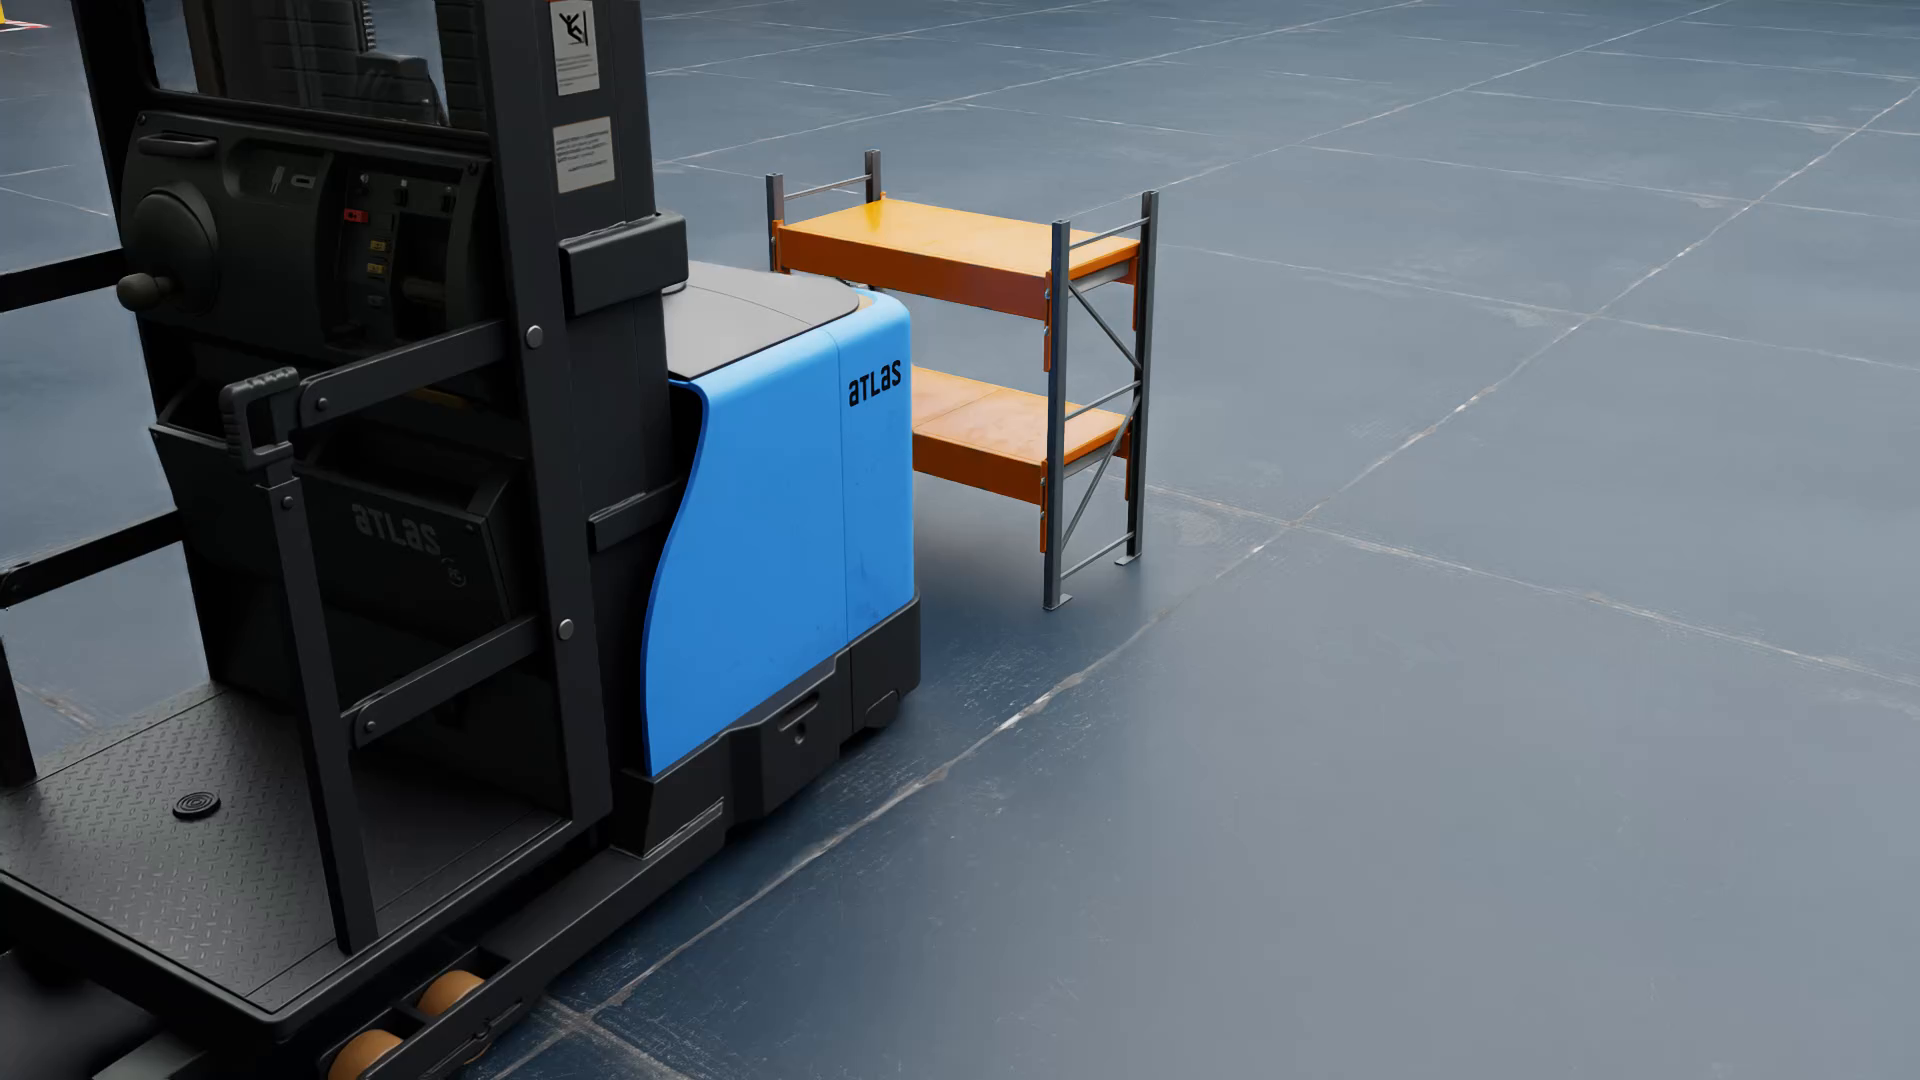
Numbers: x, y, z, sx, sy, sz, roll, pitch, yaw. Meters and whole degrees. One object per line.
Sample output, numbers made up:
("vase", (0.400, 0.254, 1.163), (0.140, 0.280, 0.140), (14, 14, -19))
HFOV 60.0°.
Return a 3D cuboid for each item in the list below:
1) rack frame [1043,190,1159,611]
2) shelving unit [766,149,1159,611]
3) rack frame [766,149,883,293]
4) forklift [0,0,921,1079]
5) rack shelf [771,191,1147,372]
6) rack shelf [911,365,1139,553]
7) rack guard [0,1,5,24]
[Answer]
("rack frame", (0.401, -0.393, 4.748), (0.032, 1.125, 0.500), (17, 29, 33))
("shelving unit", (-0.005, -0.516, 5.027), (1.048, 1.125, 0.538), (17, 29, 33))
("rack frame", (-0.412, -0.639, 5.306), (0.032, 1.125, 0.500), (17, 29, 33))
("forklift", (-1.299, -0.525, 2.806), (1.130, 2.935, 3.031), (14, 27, 29))
("rack shelf", (-0.005, -0.784, 4.909), (1.000, 0.278, 0.538), (17, 29, 33))
("rack shelf", (-0.005, -0.293, 5.125), (1.000, 0.278, 0.538), (17, 29, 33))
("rack guard", (-10.702, -5.626, 17.399), (0.348, 0.500, 1.175), (17, 29, 33))
